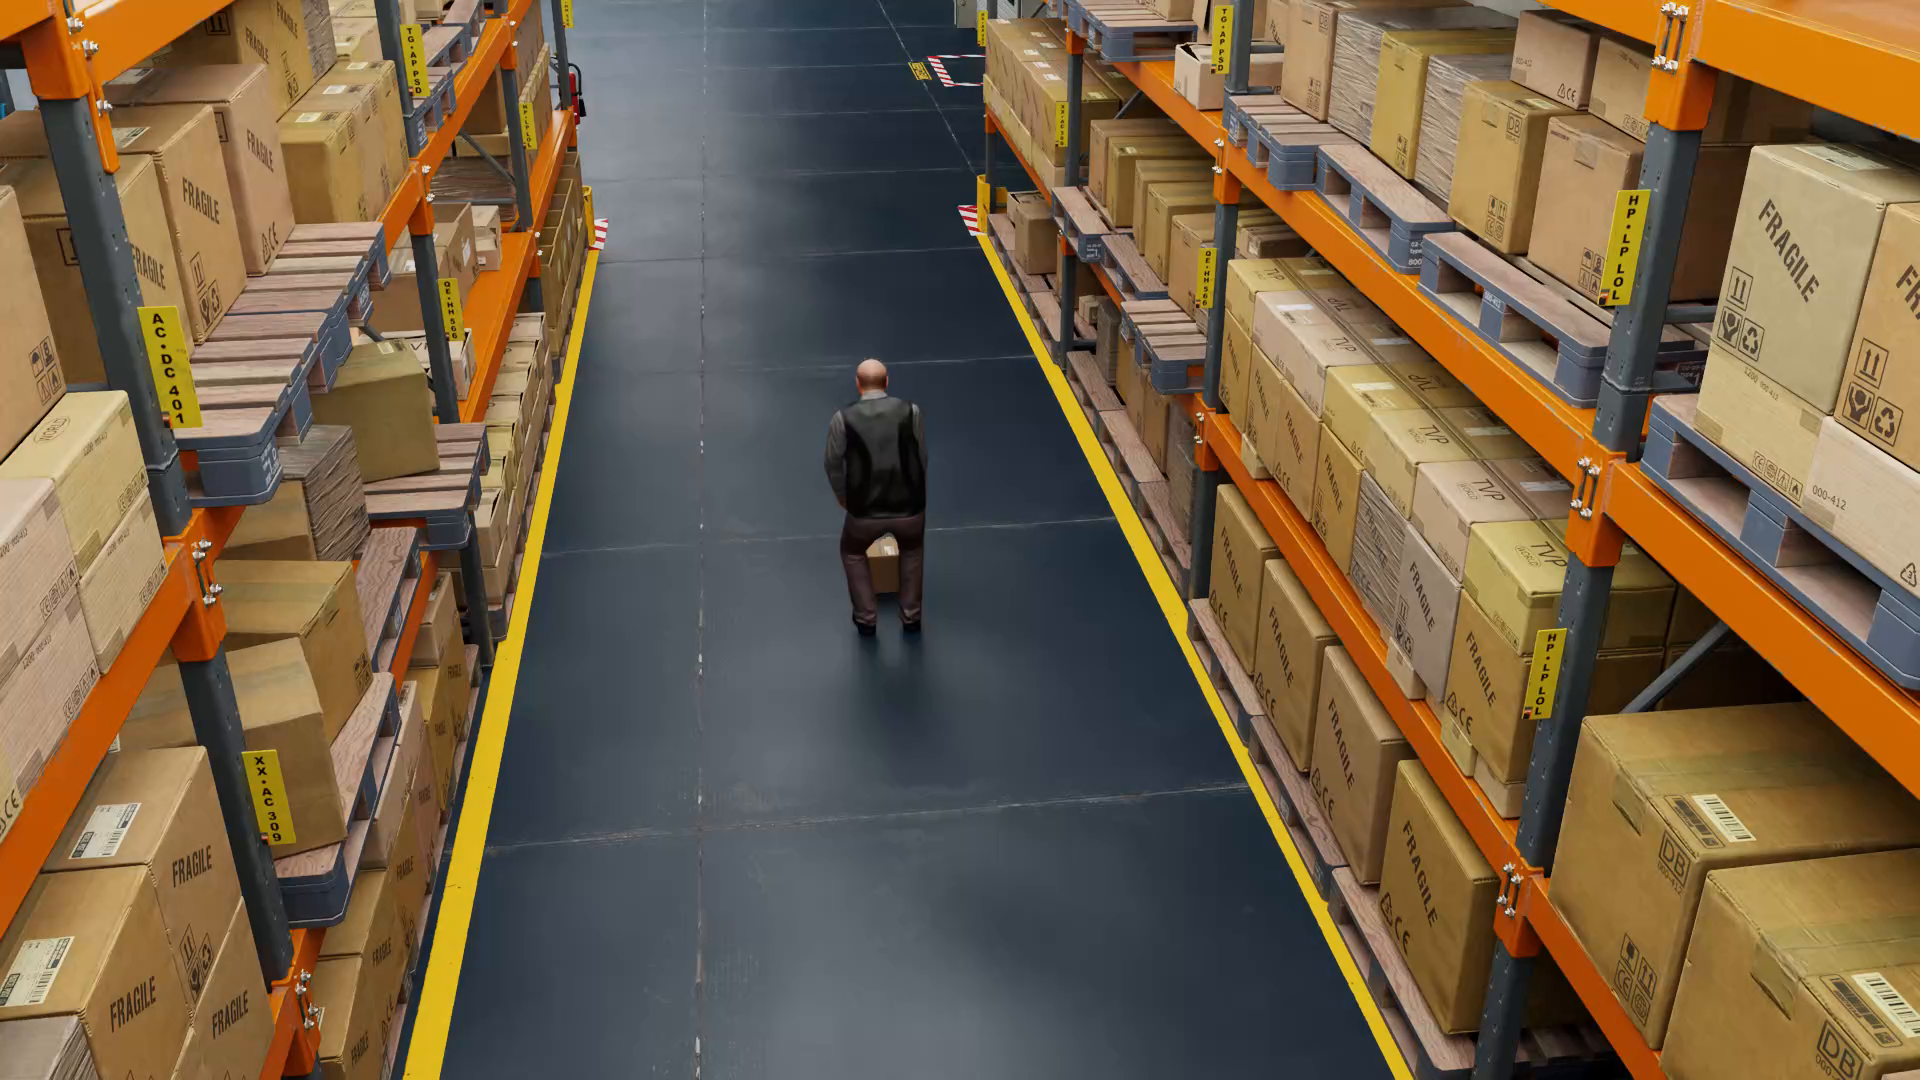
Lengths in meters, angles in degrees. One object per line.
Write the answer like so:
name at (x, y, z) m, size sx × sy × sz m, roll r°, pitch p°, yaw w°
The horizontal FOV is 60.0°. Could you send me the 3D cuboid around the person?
person at (-0.455, -0.151, 9.299) m, size 0.586 × 1.407 × 0.602 m, roll -3°, pitch 27°, yaw -7°
